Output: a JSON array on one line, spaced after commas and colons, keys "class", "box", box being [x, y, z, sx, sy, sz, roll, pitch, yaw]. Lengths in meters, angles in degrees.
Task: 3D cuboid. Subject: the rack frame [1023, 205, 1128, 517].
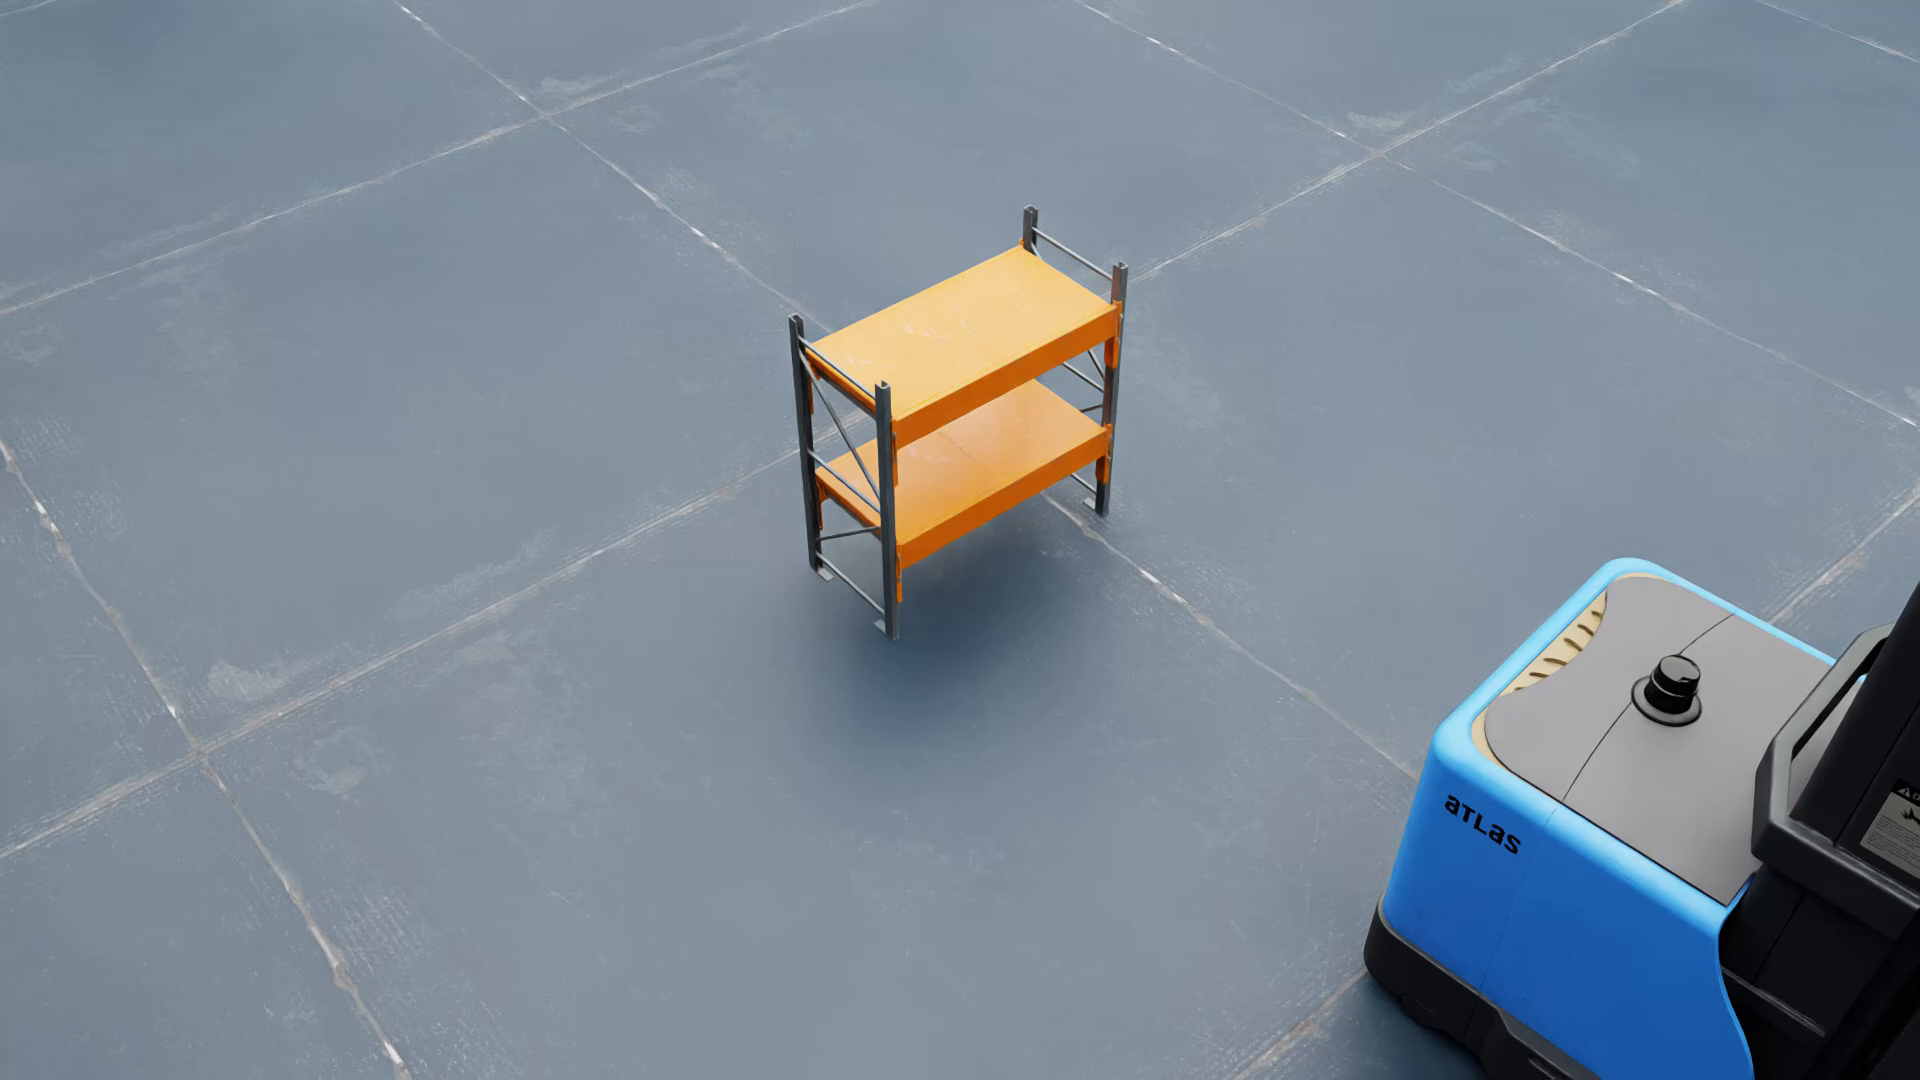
[{"class": "rack frame", "box": [0.395, -0.636, 6.106, 0.032, 1.125, 0.500, -30, 51, -28]}]

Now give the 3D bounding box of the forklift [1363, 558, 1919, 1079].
[{"class": "forklift", "box": [2.576, 0.683, 3.382, 3.031, 2.935, 1.130, 34, 53, 31]}]

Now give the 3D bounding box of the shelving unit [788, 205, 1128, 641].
[{"class": "shelving unit", "box": [0.005, -0.413, 5.868, 1.048, 1.125, 0.538, -30, 51, -28]}]

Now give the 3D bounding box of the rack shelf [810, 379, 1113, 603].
[{"class": "rack shelf", "box": [0.005, -0.235, 6.035, 1.000, 0.278, 0.538, -30, 51, -28]}]

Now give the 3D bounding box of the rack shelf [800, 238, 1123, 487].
[{"class": "rack shelf", "box": [0.005, -0.626, 5.668, 1.000, 0.278, 0.538, -30, 51, -28]}]

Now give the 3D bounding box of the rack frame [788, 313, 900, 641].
[{"class": "rack frame", "box": [-0.385, -0.190, 5.630, 0.032, 1.125, 0.500, -30, 51, -28]}]
